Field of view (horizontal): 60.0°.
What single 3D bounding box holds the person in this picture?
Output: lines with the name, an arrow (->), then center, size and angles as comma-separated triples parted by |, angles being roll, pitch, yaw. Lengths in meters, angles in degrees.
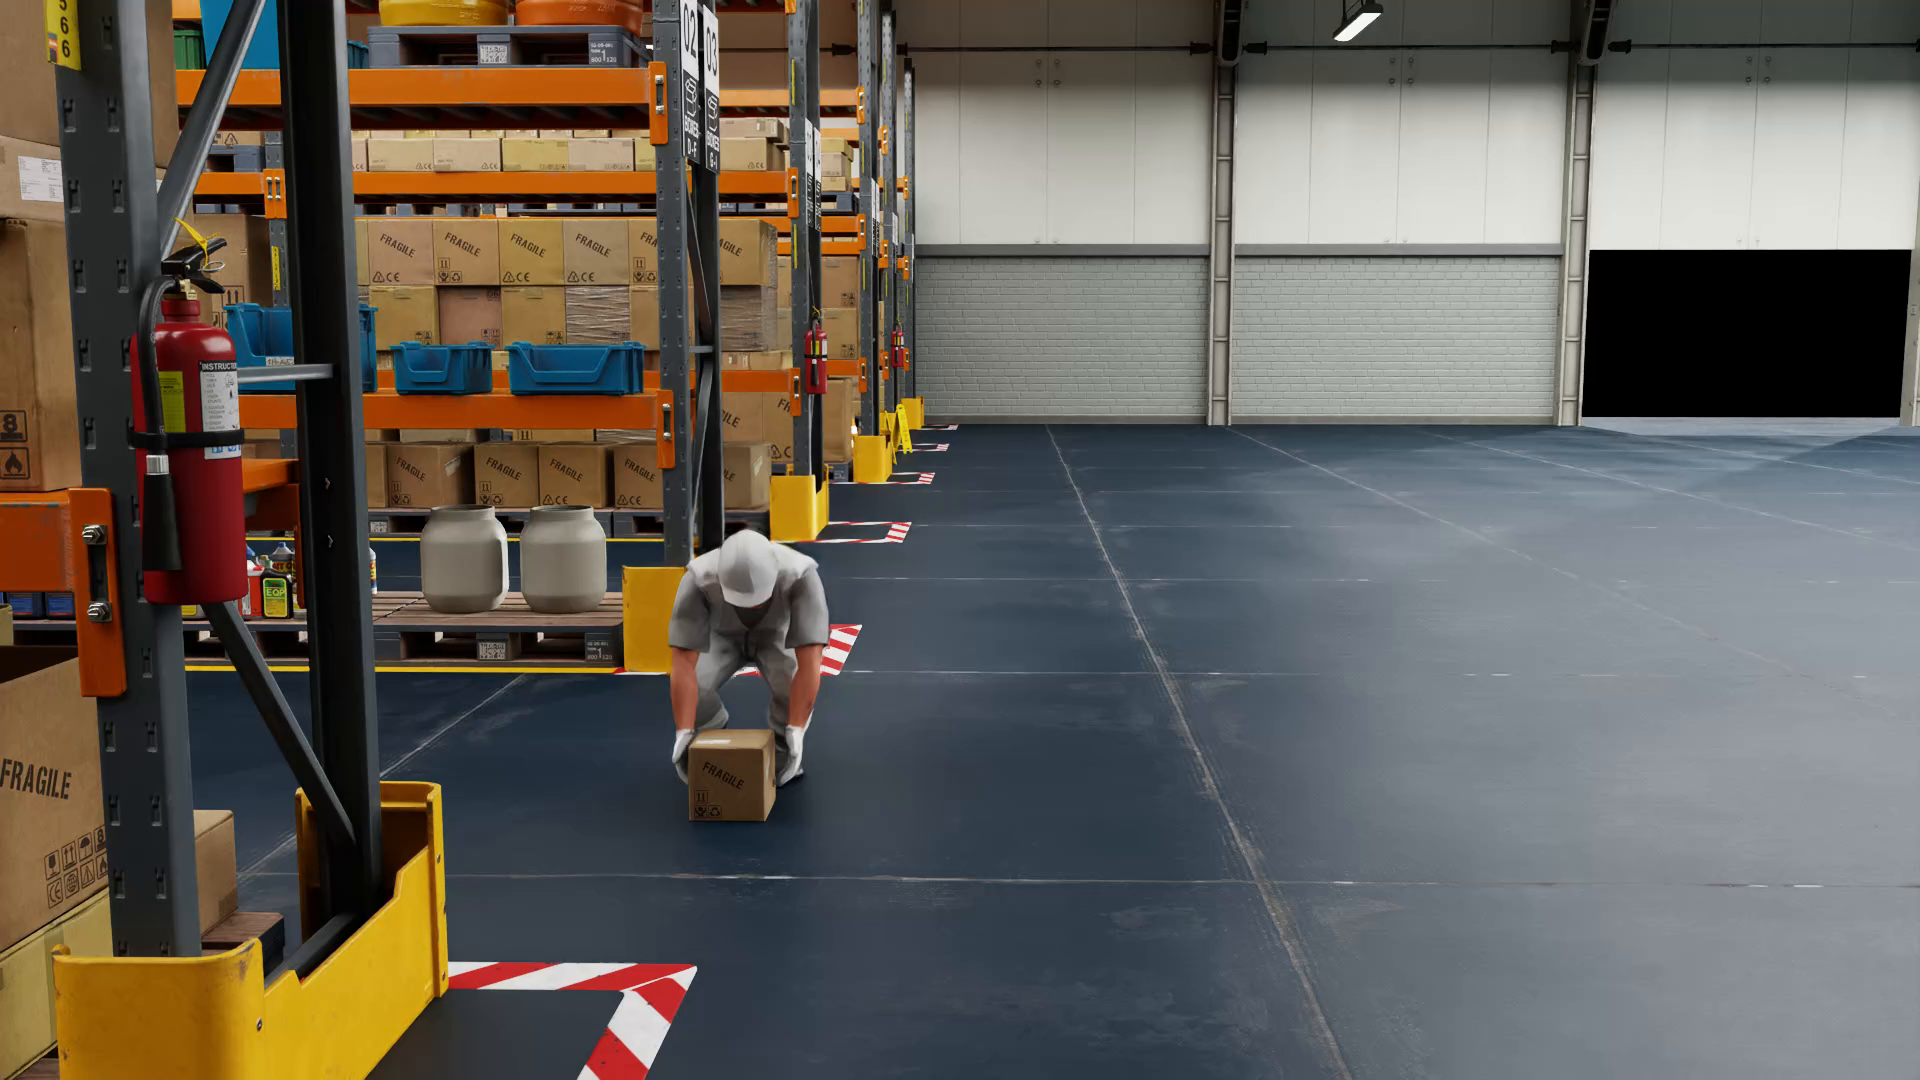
person -> -0.737, 0.397, 5.877 | 0.573, 0.954, 0.883 | 0, 7, 1
